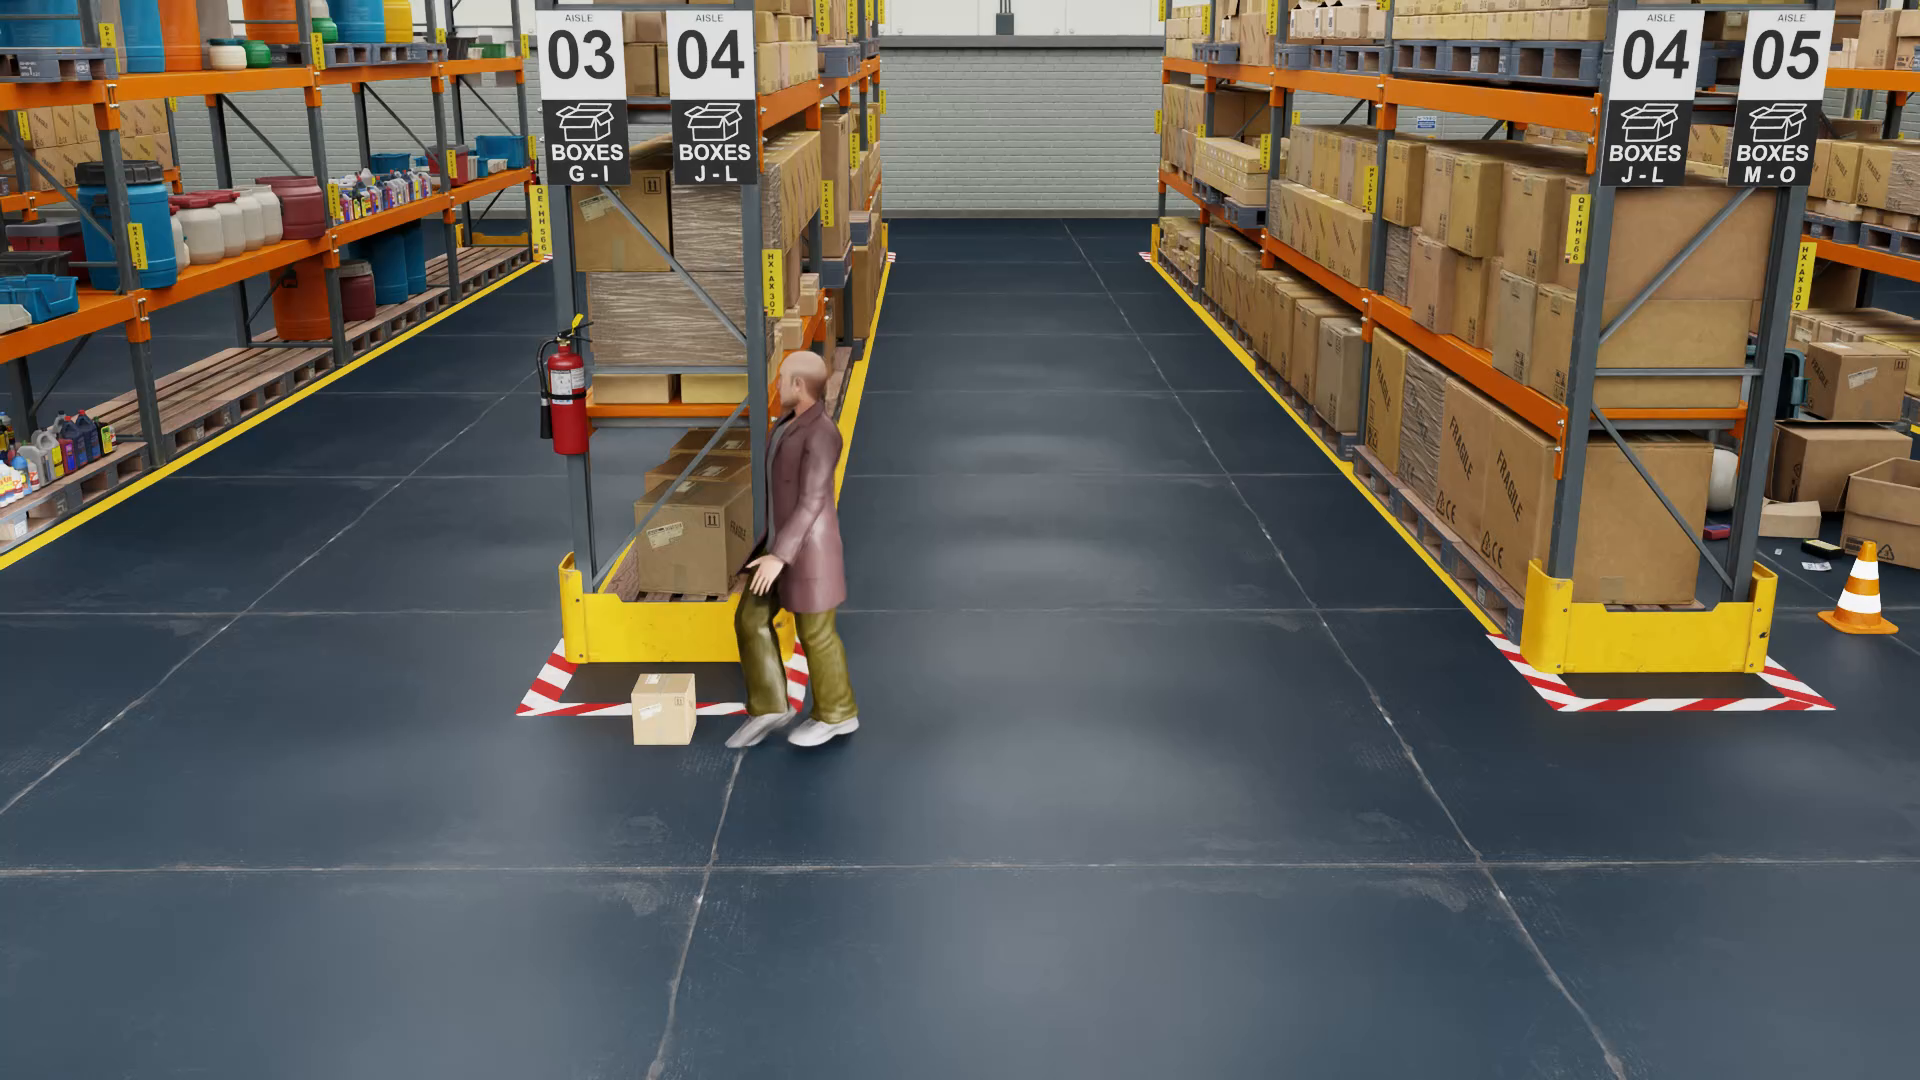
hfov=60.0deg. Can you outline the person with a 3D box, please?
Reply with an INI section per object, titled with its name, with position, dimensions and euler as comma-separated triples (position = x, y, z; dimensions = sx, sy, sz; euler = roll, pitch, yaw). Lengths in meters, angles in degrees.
[person]
position = -0.884, 0.082, 7.285
dimensions = 0.998, 1.732, 0.620
euler = -5, 18, -16
